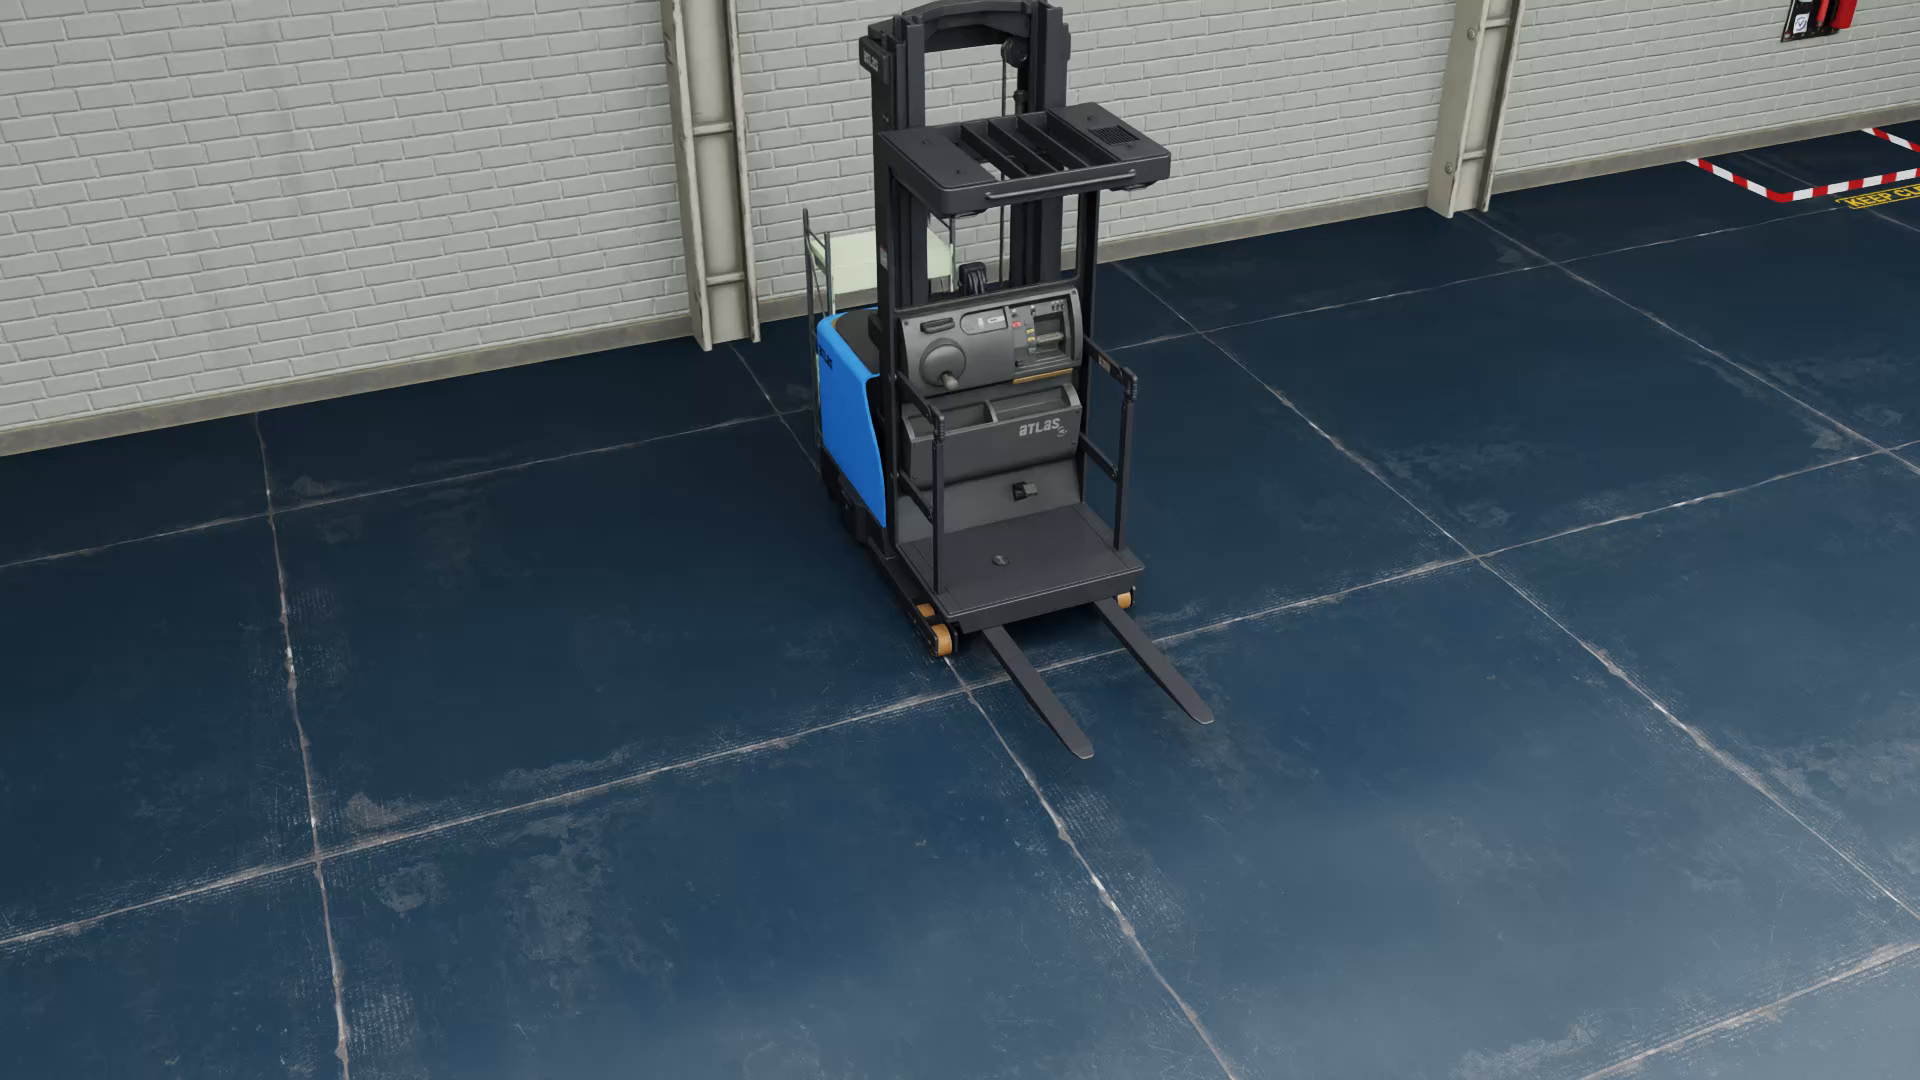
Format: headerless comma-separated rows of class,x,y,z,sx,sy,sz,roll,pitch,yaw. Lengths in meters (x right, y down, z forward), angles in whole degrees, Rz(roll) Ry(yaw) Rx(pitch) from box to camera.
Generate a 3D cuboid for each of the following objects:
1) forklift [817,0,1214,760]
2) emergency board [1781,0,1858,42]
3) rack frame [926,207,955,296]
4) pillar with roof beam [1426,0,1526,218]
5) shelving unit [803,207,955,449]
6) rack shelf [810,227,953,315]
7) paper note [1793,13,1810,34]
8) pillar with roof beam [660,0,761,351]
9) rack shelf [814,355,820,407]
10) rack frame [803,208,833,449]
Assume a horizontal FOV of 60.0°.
forklift,0.247,-0.912,7.882,1.130,2.935,3.031,-13,35,-19
emergency board,7.185,-4.666,13.589,0.643,1.169,0.194,-13,35,-19
rack frame,-0.115,-1.274,9.751,0.023,1.500,0.400,-13,35,-19
pillar with roof beam,5.613,-4.252,7.451,0.400,9.000,9.100,-13,35,-19
shelving unit,-0.452,-1.196,9.631,0.755,1.500,0.431,-13,35,-19
rack shelf,-0.452,-1.523,9.418,0.720,0.370,0.431,-13,35,-19
paper note,6.996,-4.294,13.825,0.142,0.148,0.016,-13,35,-19
pillar with roof beam,0.081,-2.985,5.504,0.400,9.000,9.100,-13,35,-19
rack shelf,-0.452,-0.923,9.809,0.720,0.370,0.431,-13,35,-19
rack frame,-0.789,-1.118,9.510,0.023,1.500,0.400,-13,35,-19
